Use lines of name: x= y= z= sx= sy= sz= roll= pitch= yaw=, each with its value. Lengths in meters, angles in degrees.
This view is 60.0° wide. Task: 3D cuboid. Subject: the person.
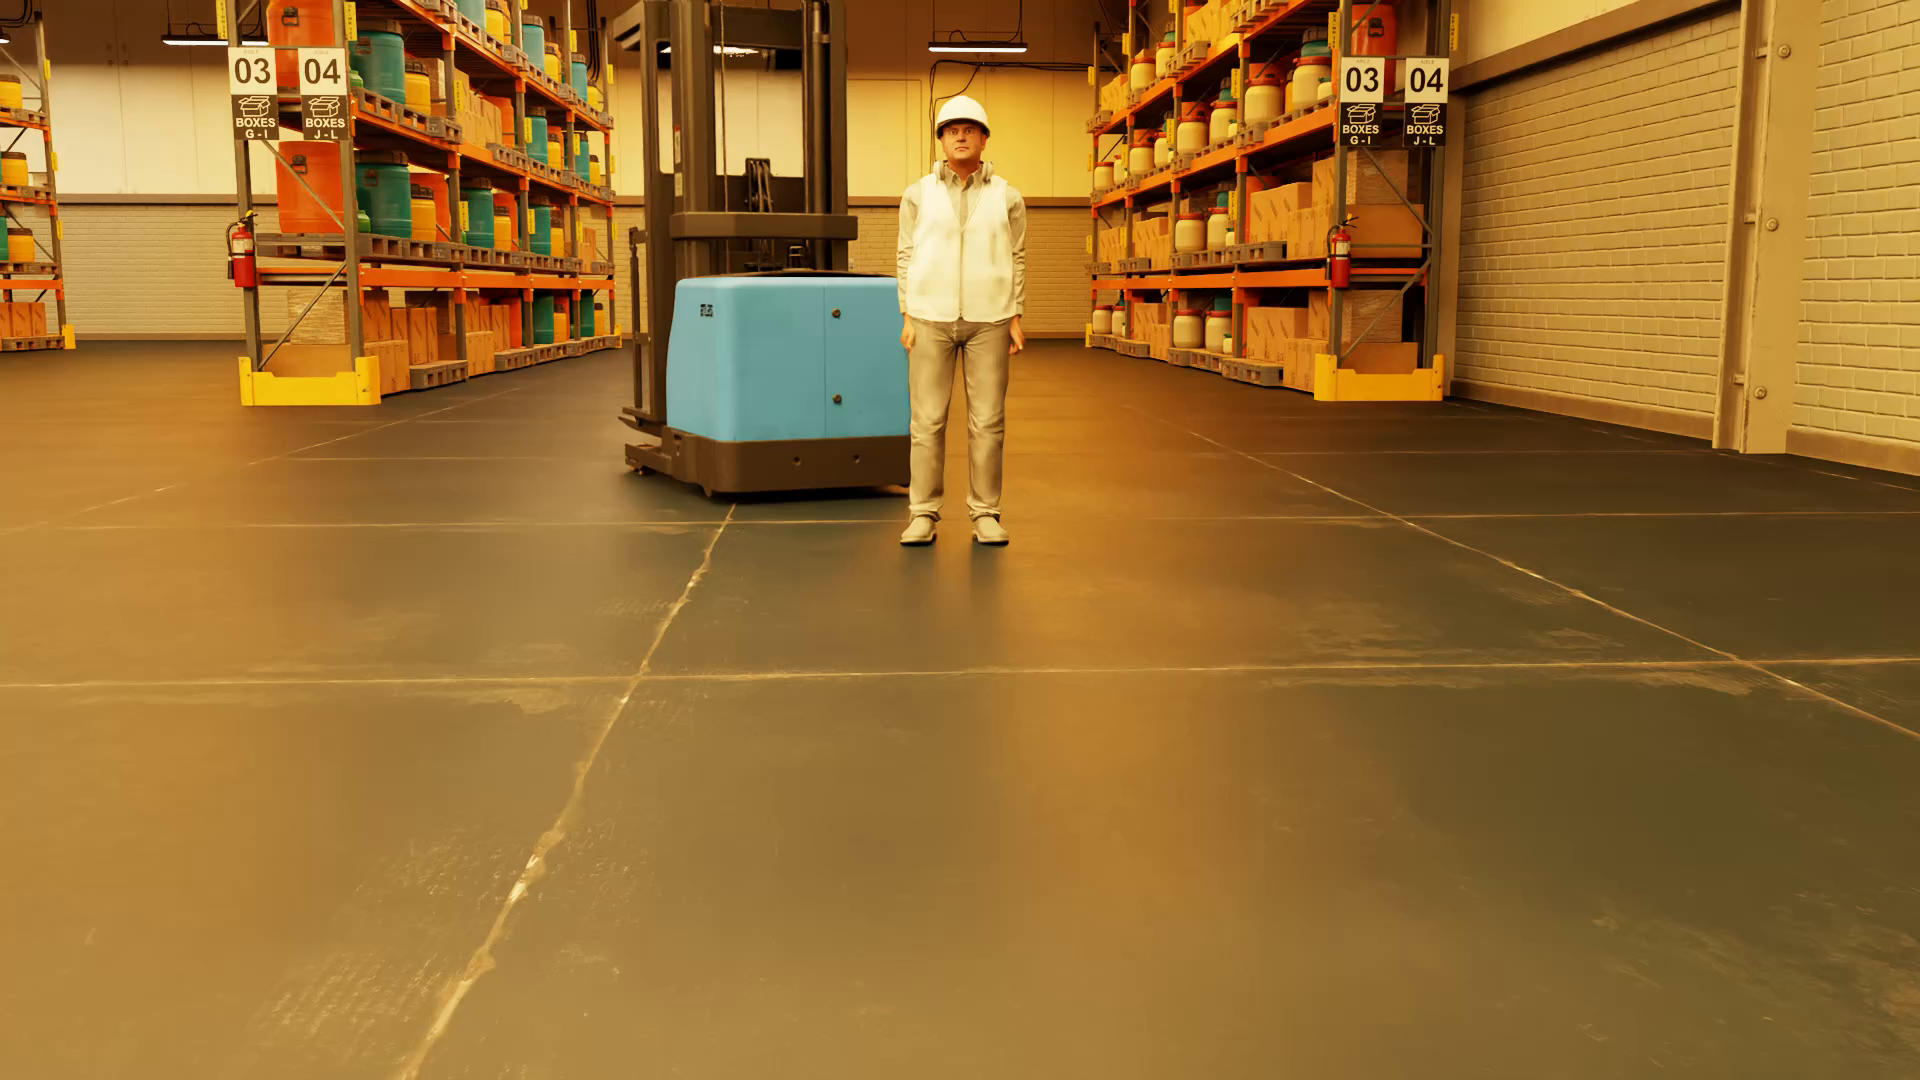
person: x=0.009 y=-0.876 z=6.681 sx=0.525 sy=1.775 sz=0.372 roll=-1 pitch=8 yaw=-4

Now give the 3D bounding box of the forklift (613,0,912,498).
forklift: x=-1.251 y=-1.831 z=9.160 sx=1.130 sy=2.935 sz=3.031 roll=-4 pitch=9 yaw=-24
